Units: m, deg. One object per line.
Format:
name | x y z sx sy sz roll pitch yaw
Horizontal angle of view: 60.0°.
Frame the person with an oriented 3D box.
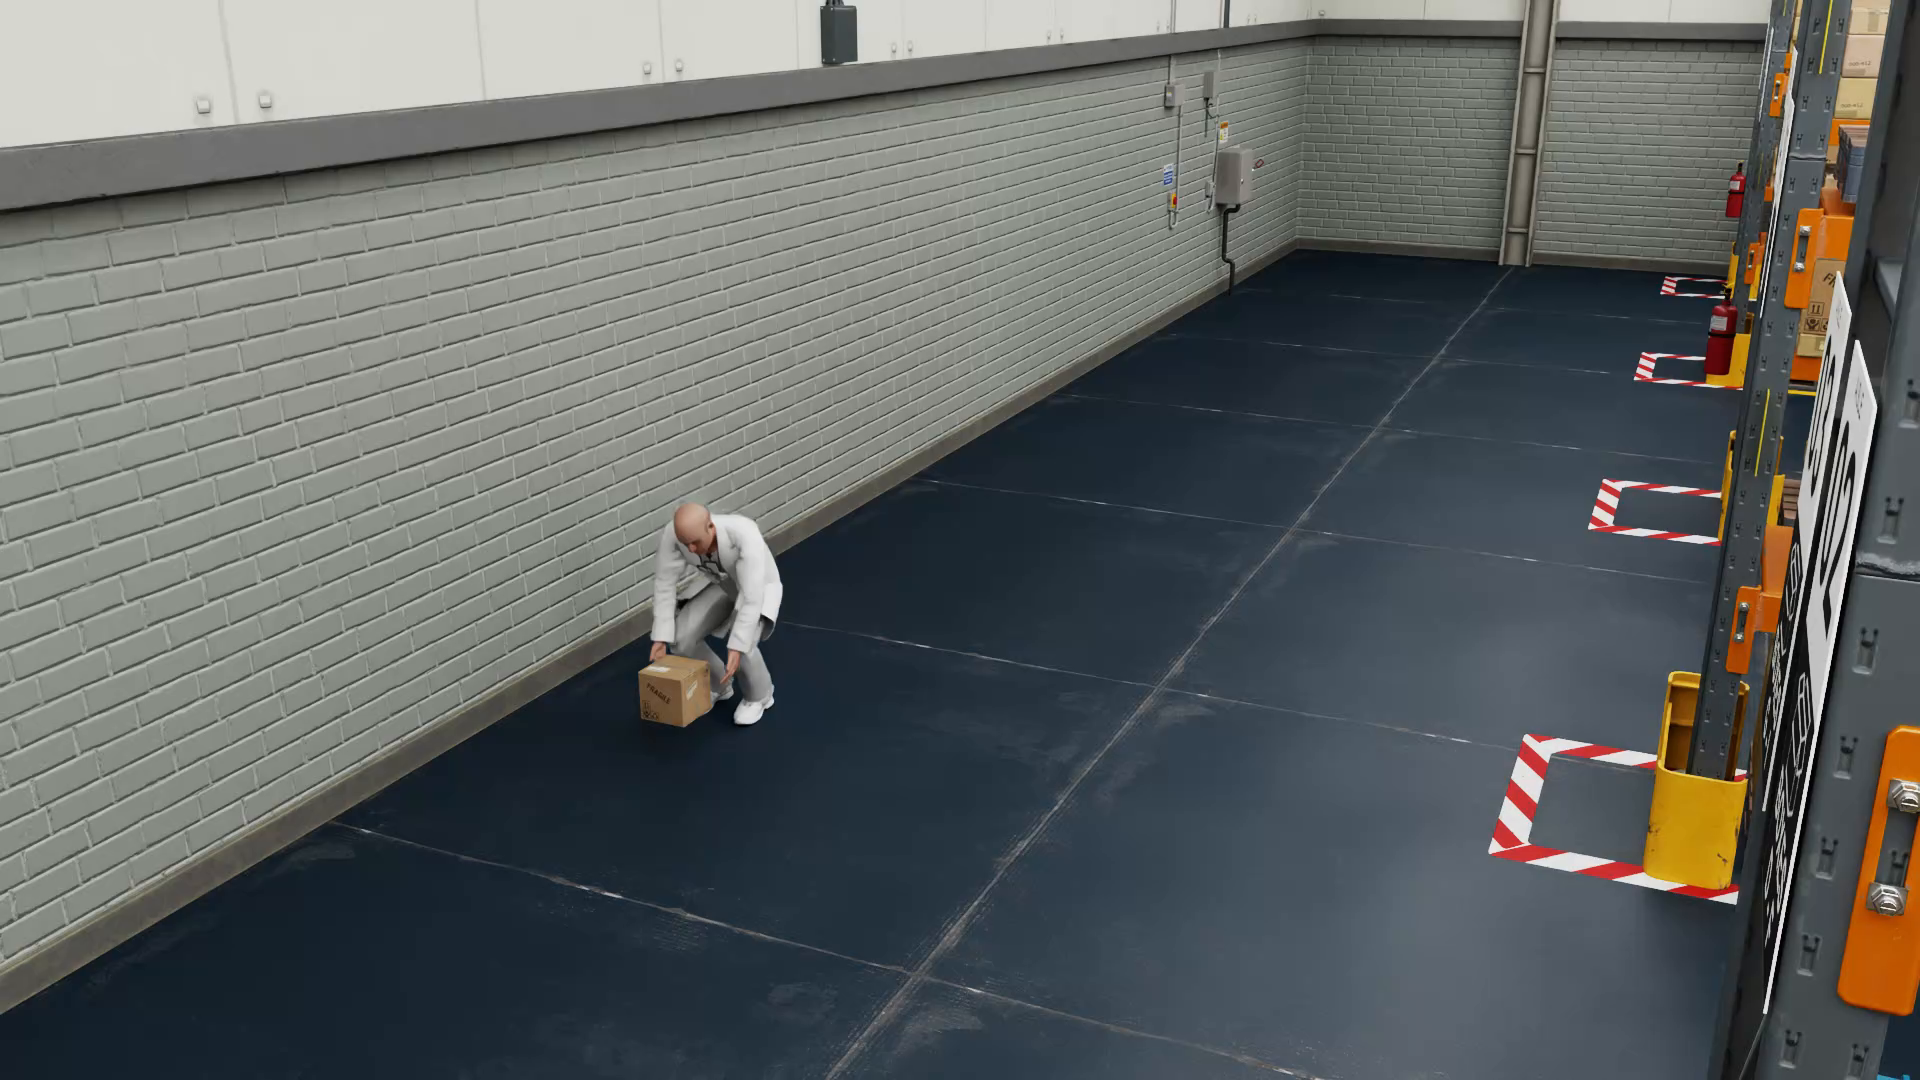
person | -1.194 0.332 8.458 0.632 1.235 0.797 8 20 23
